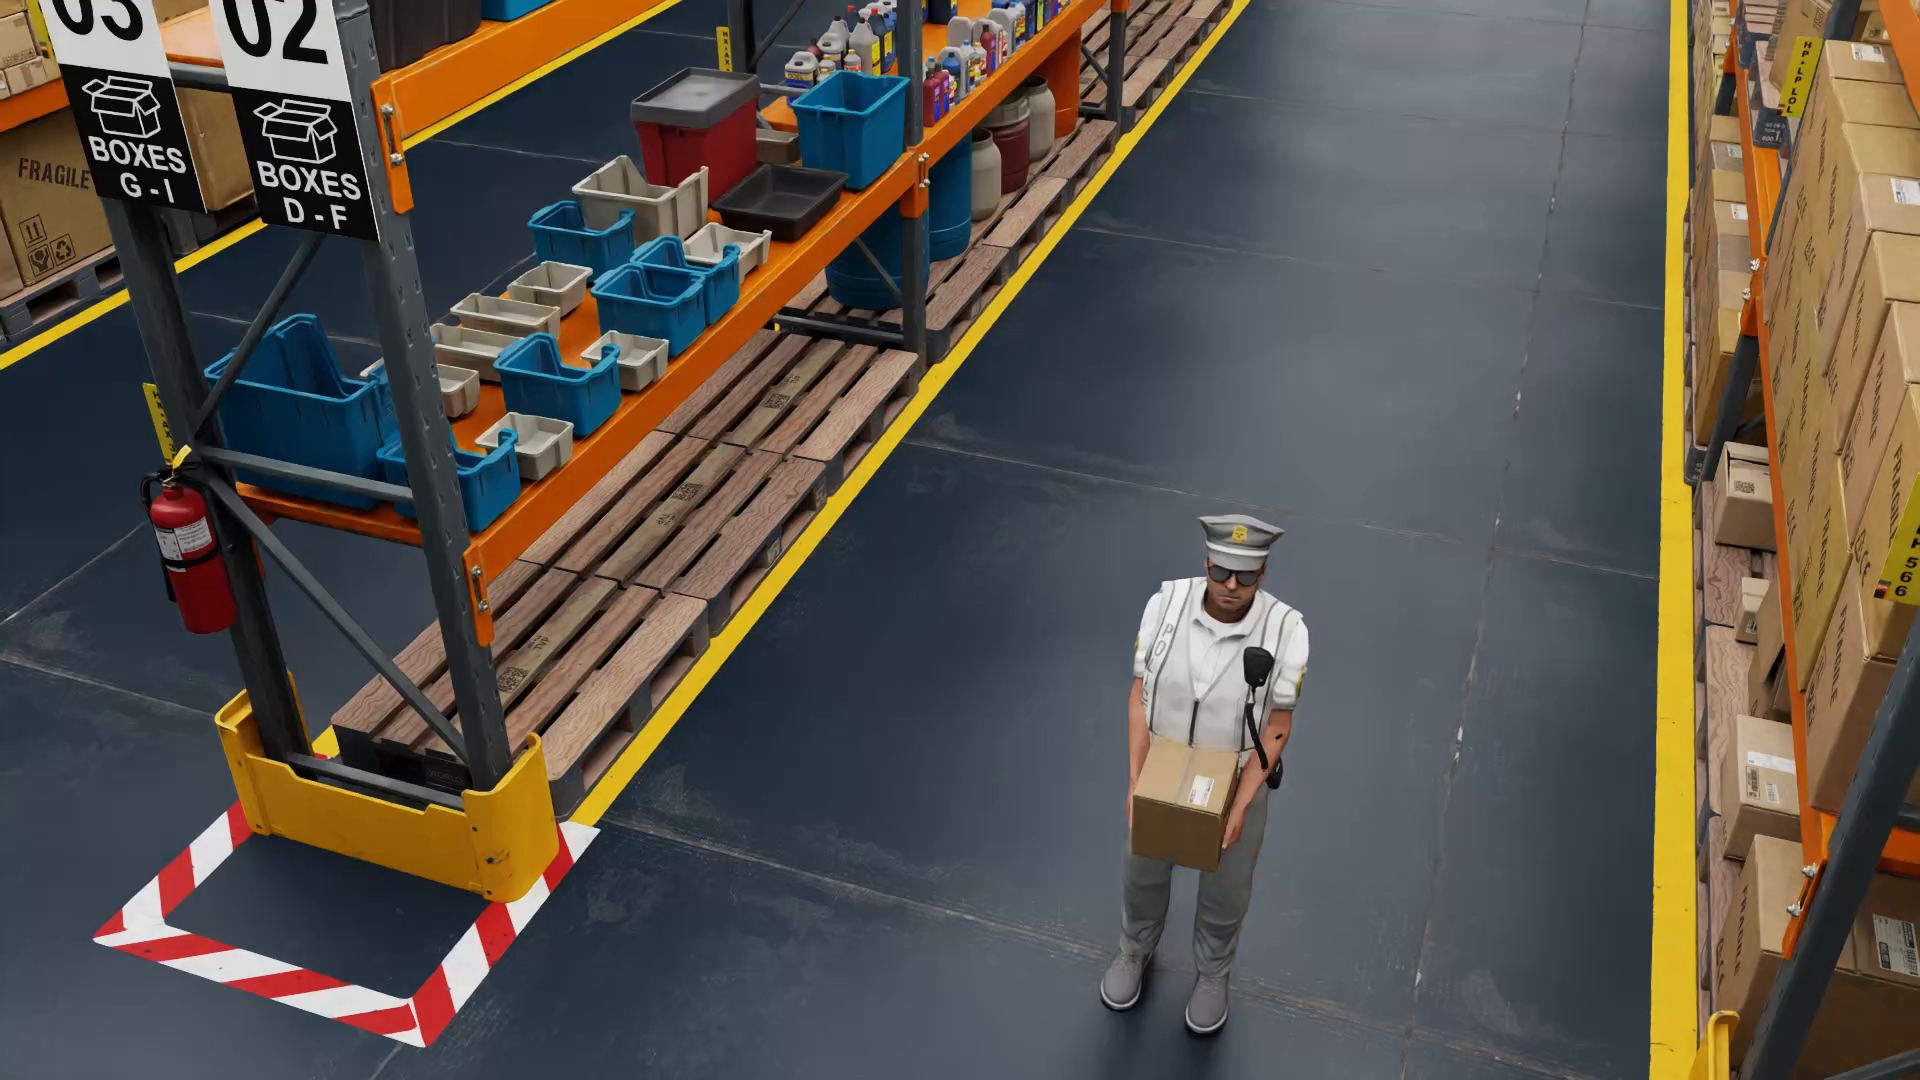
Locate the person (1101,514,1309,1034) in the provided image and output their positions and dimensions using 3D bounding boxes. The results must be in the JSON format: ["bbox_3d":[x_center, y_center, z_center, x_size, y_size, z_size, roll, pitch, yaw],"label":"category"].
[{"bbox_3d":[0.723,0.733,4.976,0.503,1.780,0.555,11,35,16],"label":"person"}]
